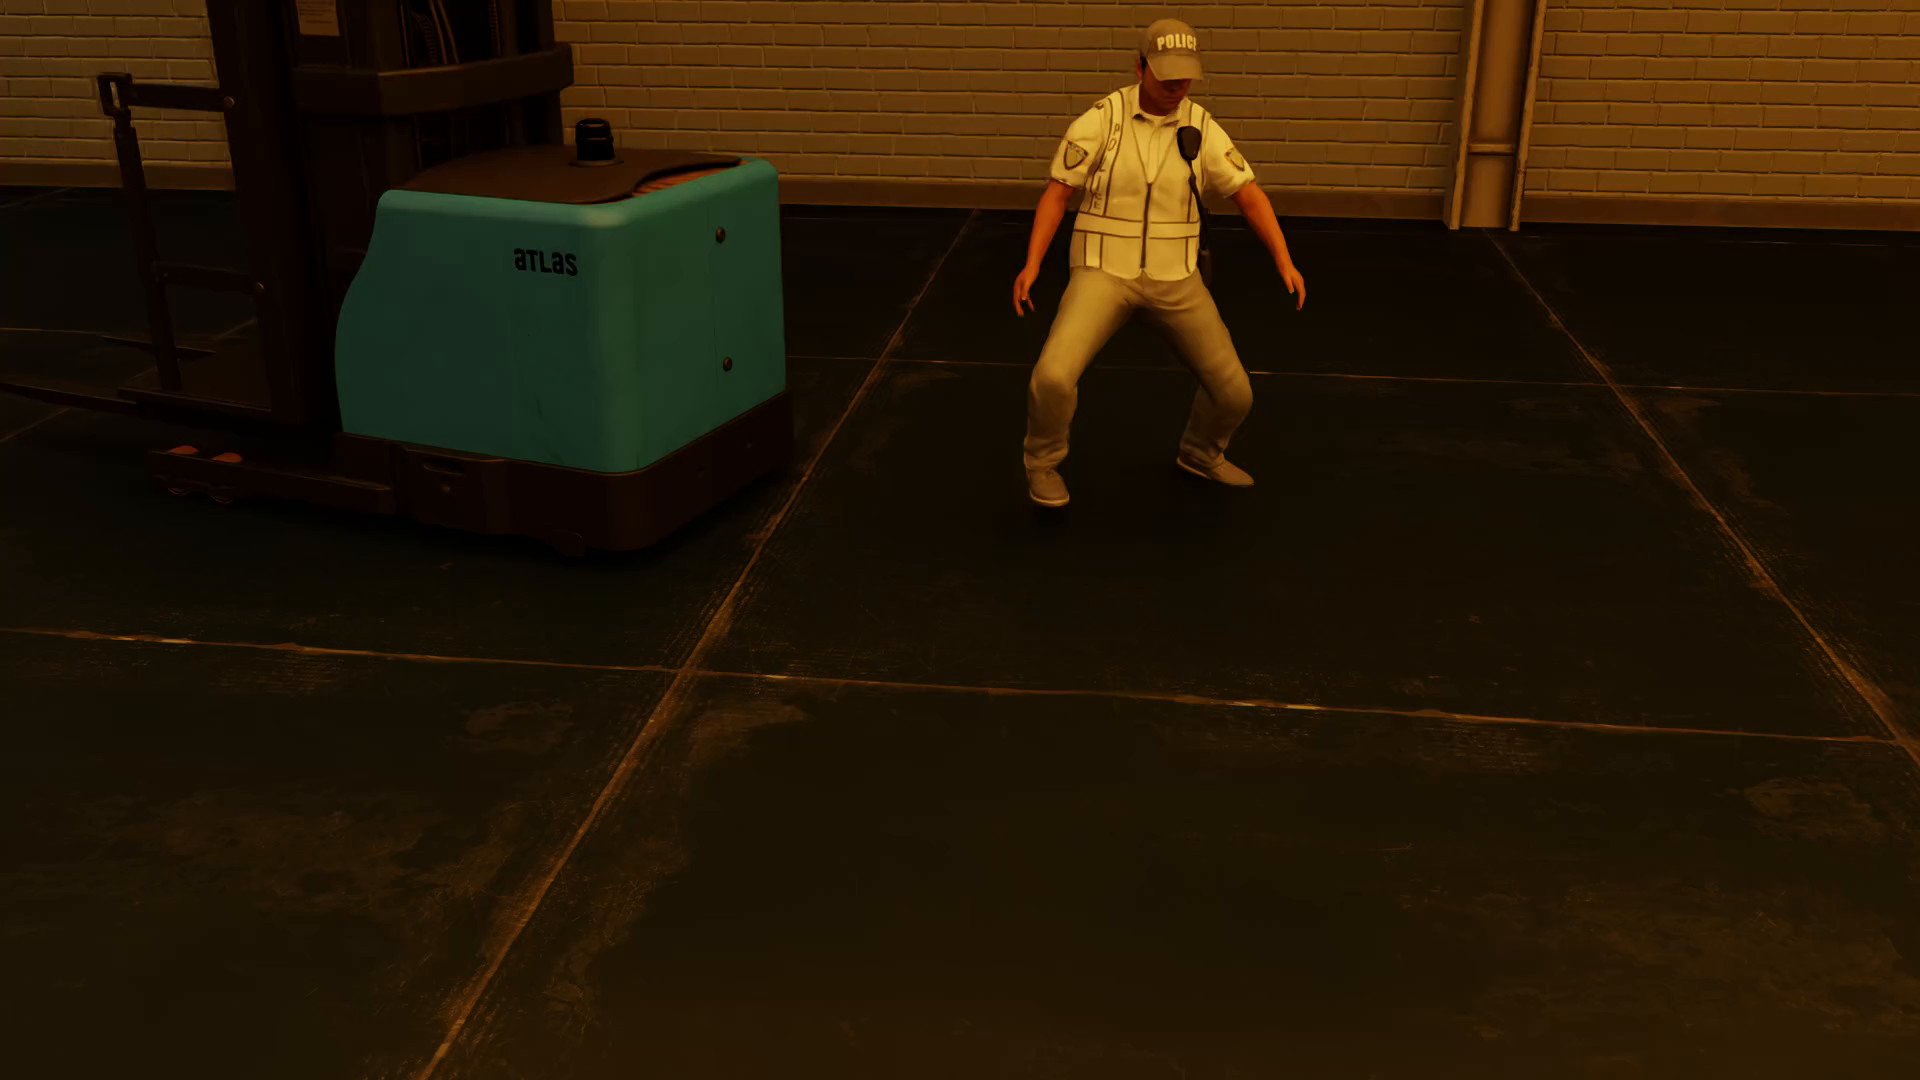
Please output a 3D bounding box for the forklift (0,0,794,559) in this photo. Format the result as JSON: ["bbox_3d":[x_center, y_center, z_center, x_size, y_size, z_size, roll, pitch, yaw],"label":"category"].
[{"bbox_3d":[-2.137,-1.648,5.347,3.031,2.935,1.130,9,24,21],"label":"forklift"}]

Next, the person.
[{"bbox_3d":[0.610,-0.831,5.234,0.889,1.553,0.653,-1,22,-2],"label":"person"}]
